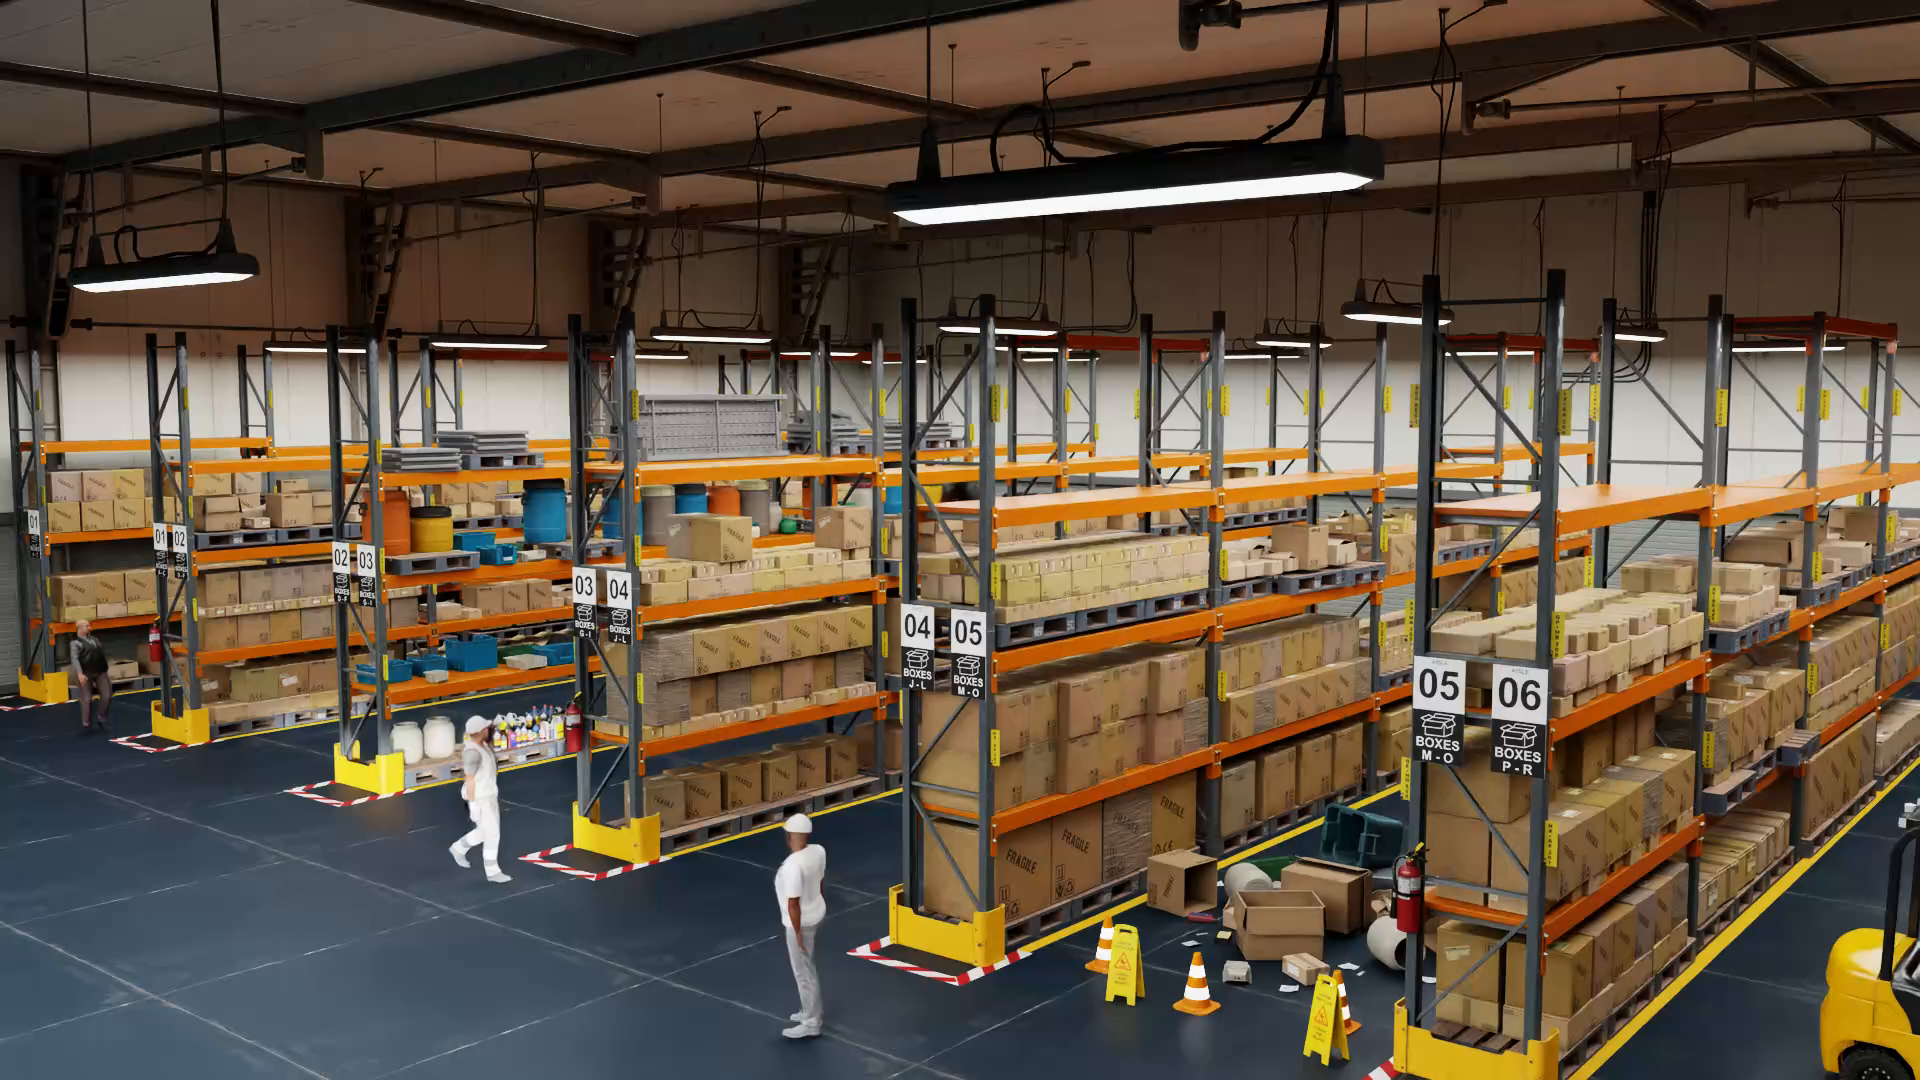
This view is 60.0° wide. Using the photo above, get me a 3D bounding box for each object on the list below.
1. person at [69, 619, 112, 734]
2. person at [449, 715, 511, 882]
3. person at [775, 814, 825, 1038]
[{"bbox_3d":[-13.127,2.064,25.131,0.584,1.732,0.592,5,7,41],"label":"person"},{"bbox_3d":[-5.105,2.710,17.528,0.853,1.751,0.594,2,5,17],"label":"person"},{"bbox_3d":[-1.257,3.079,13.406,0.380,1.803,0.711,1,5,13],"label":"person"}]
